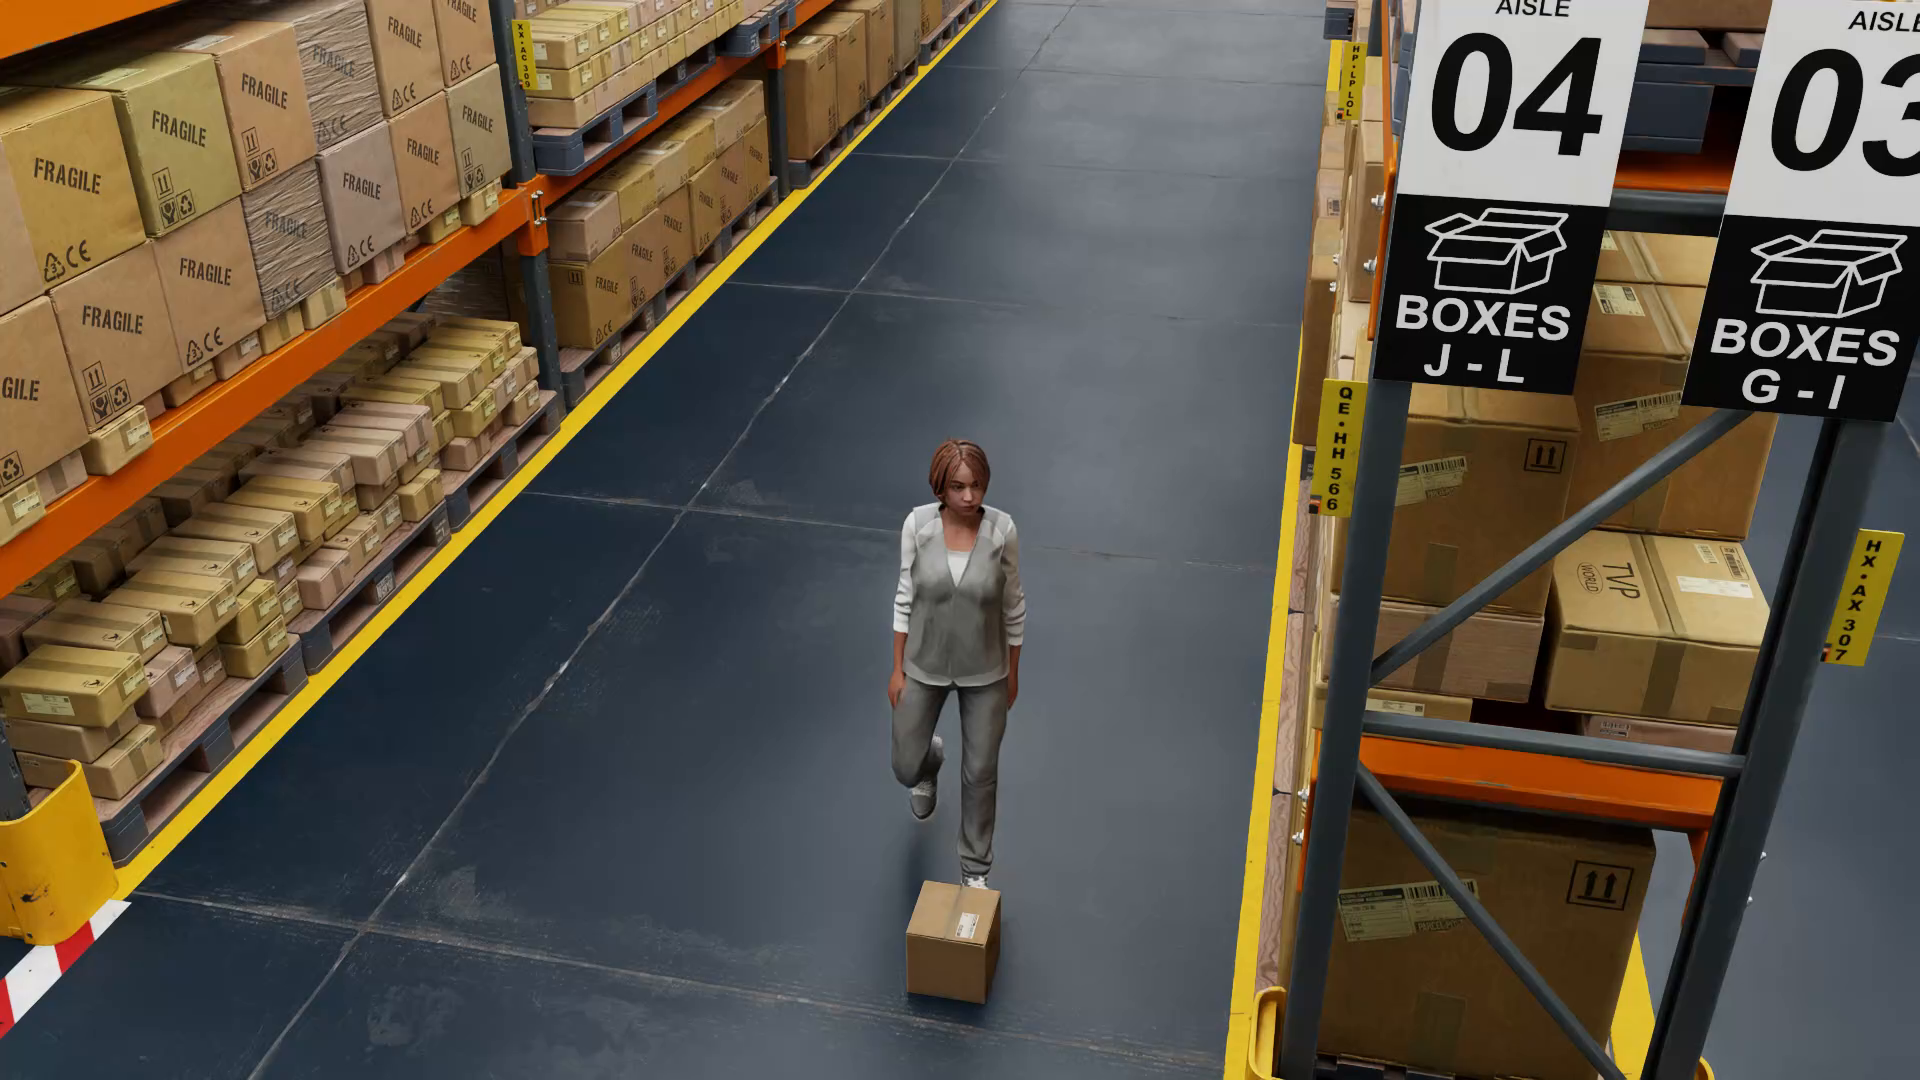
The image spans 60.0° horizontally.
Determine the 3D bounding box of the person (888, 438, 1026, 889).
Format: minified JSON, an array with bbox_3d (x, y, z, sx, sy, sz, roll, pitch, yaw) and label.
[{"bbox_3d":[-0.012,0.427,5.333,0.440,1.589,0.646,1,29,2],"label":"person"}]
